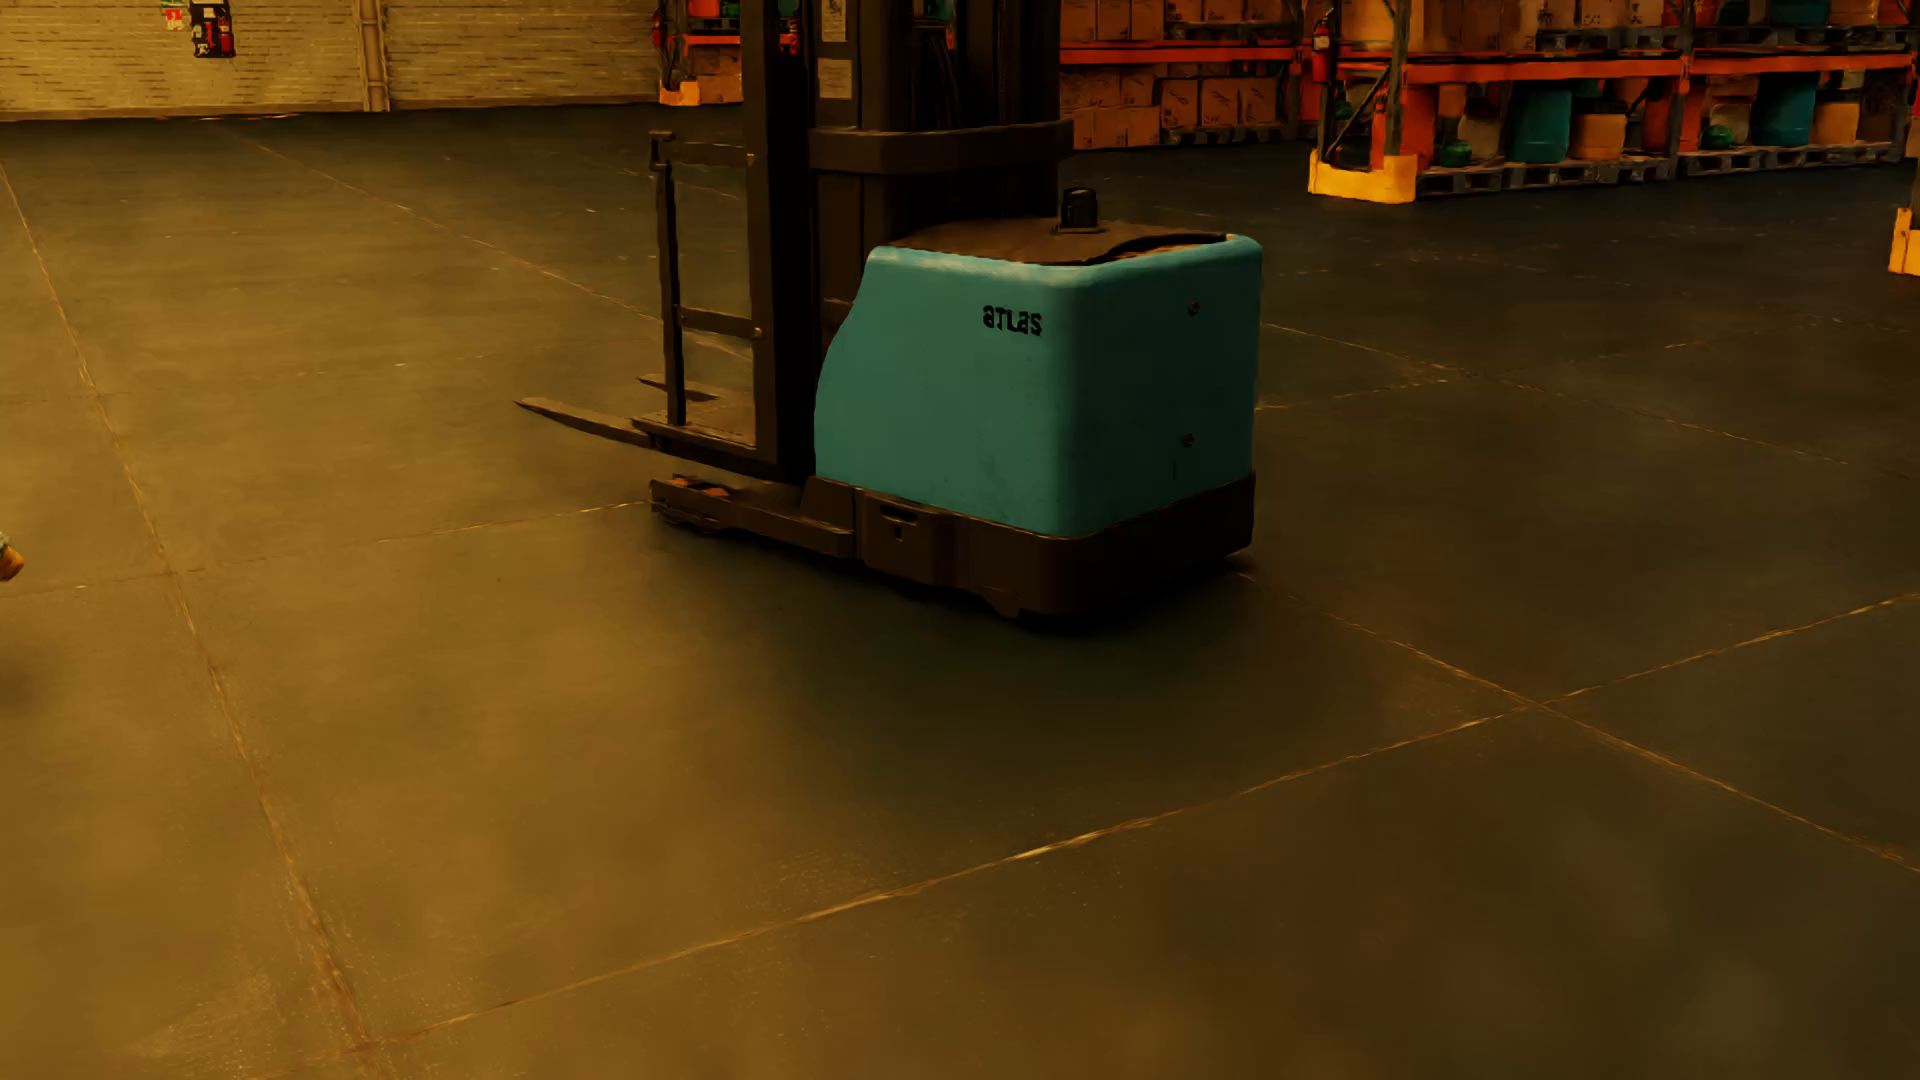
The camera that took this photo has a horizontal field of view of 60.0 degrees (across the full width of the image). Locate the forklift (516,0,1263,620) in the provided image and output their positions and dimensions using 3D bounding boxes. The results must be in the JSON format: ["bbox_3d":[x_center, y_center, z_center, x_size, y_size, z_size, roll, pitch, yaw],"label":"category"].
[{"bbox_3d":[-0.467,-1.518,5.692,3.031,2.935,1.130,15,23,39],"label":"forklift"}]

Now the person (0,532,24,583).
[{"bbox_3d":[-3.084,-0.559,4.649,0.583,1.747,0.829,-14,22,-36],"label":"person"}]
